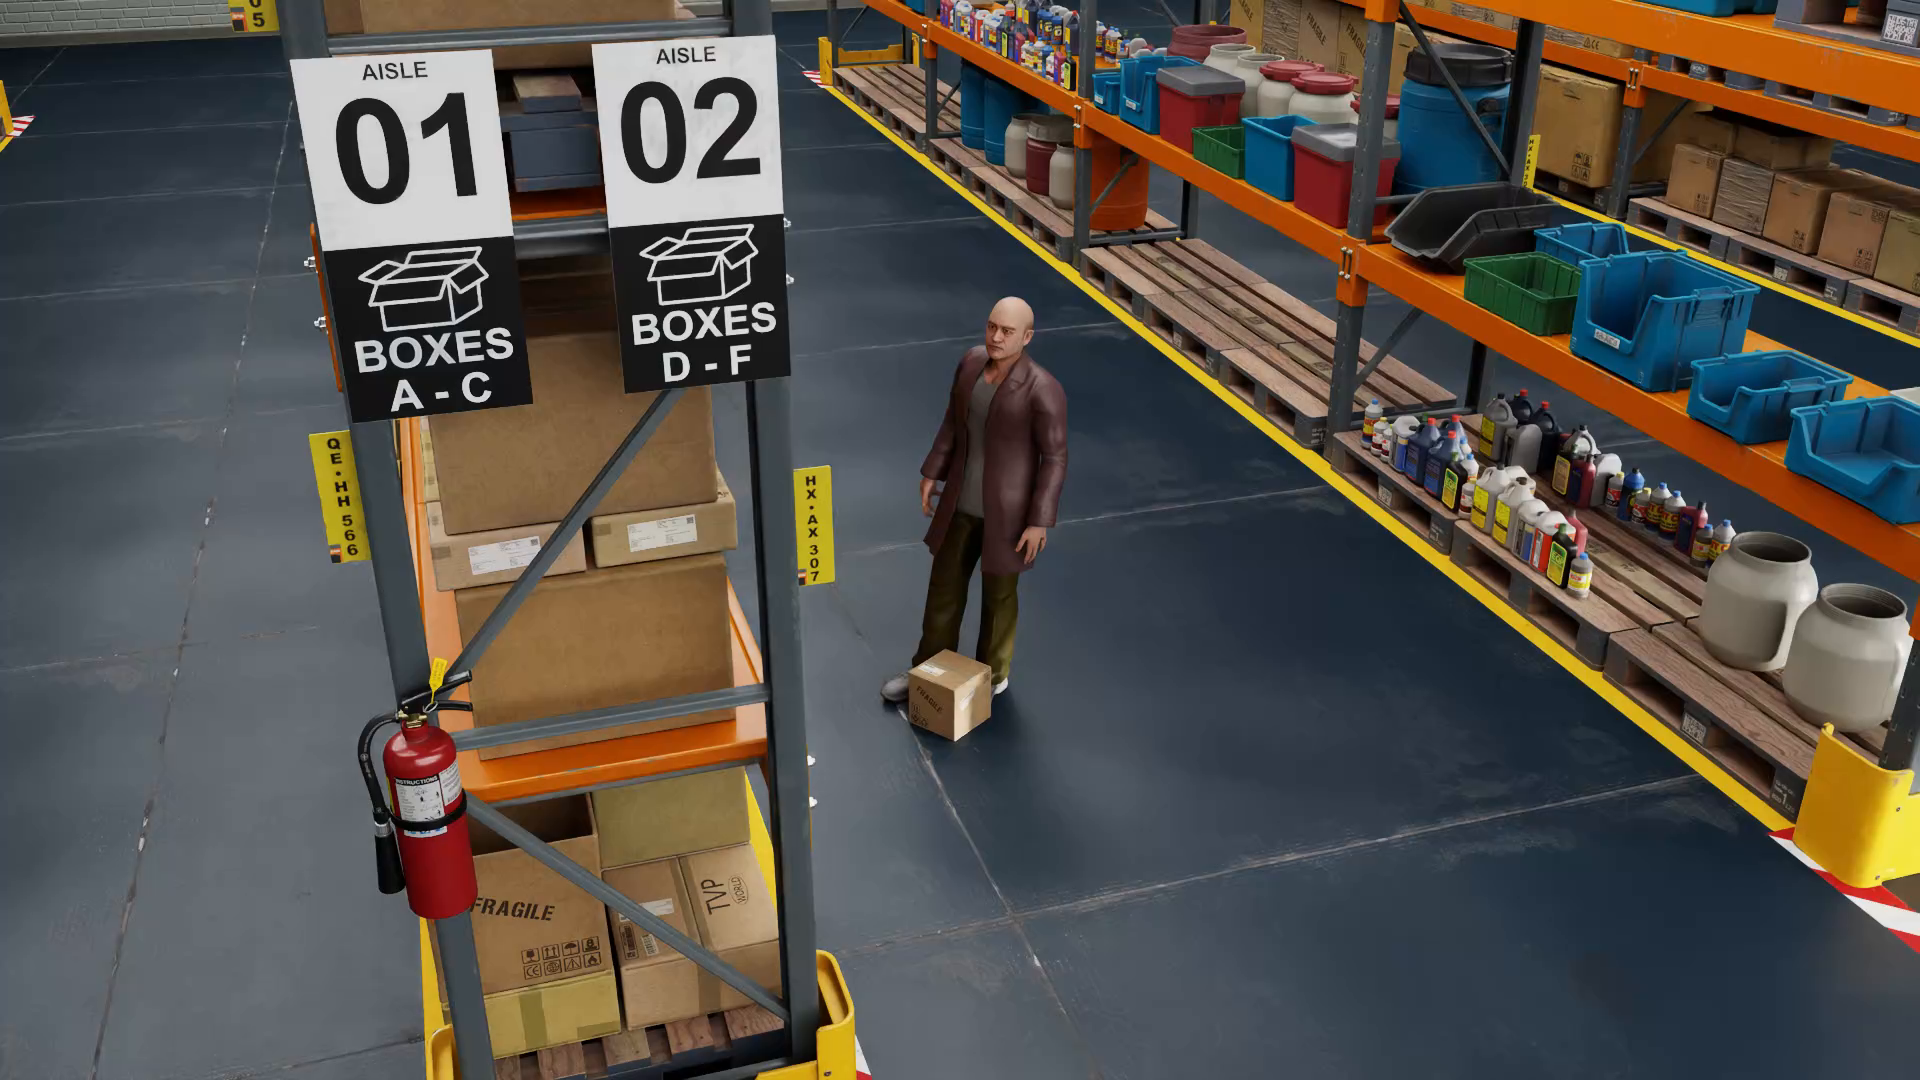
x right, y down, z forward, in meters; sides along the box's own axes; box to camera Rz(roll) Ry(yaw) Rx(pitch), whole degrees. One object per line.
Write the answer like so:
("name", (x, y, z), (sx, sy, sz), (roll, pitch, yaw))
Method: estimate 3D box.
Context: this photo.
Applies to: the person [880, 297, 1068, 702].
("person", (0.065, -0.112, 6.840), (0.695, 1.776, 0.582), (20, 33, 35))
